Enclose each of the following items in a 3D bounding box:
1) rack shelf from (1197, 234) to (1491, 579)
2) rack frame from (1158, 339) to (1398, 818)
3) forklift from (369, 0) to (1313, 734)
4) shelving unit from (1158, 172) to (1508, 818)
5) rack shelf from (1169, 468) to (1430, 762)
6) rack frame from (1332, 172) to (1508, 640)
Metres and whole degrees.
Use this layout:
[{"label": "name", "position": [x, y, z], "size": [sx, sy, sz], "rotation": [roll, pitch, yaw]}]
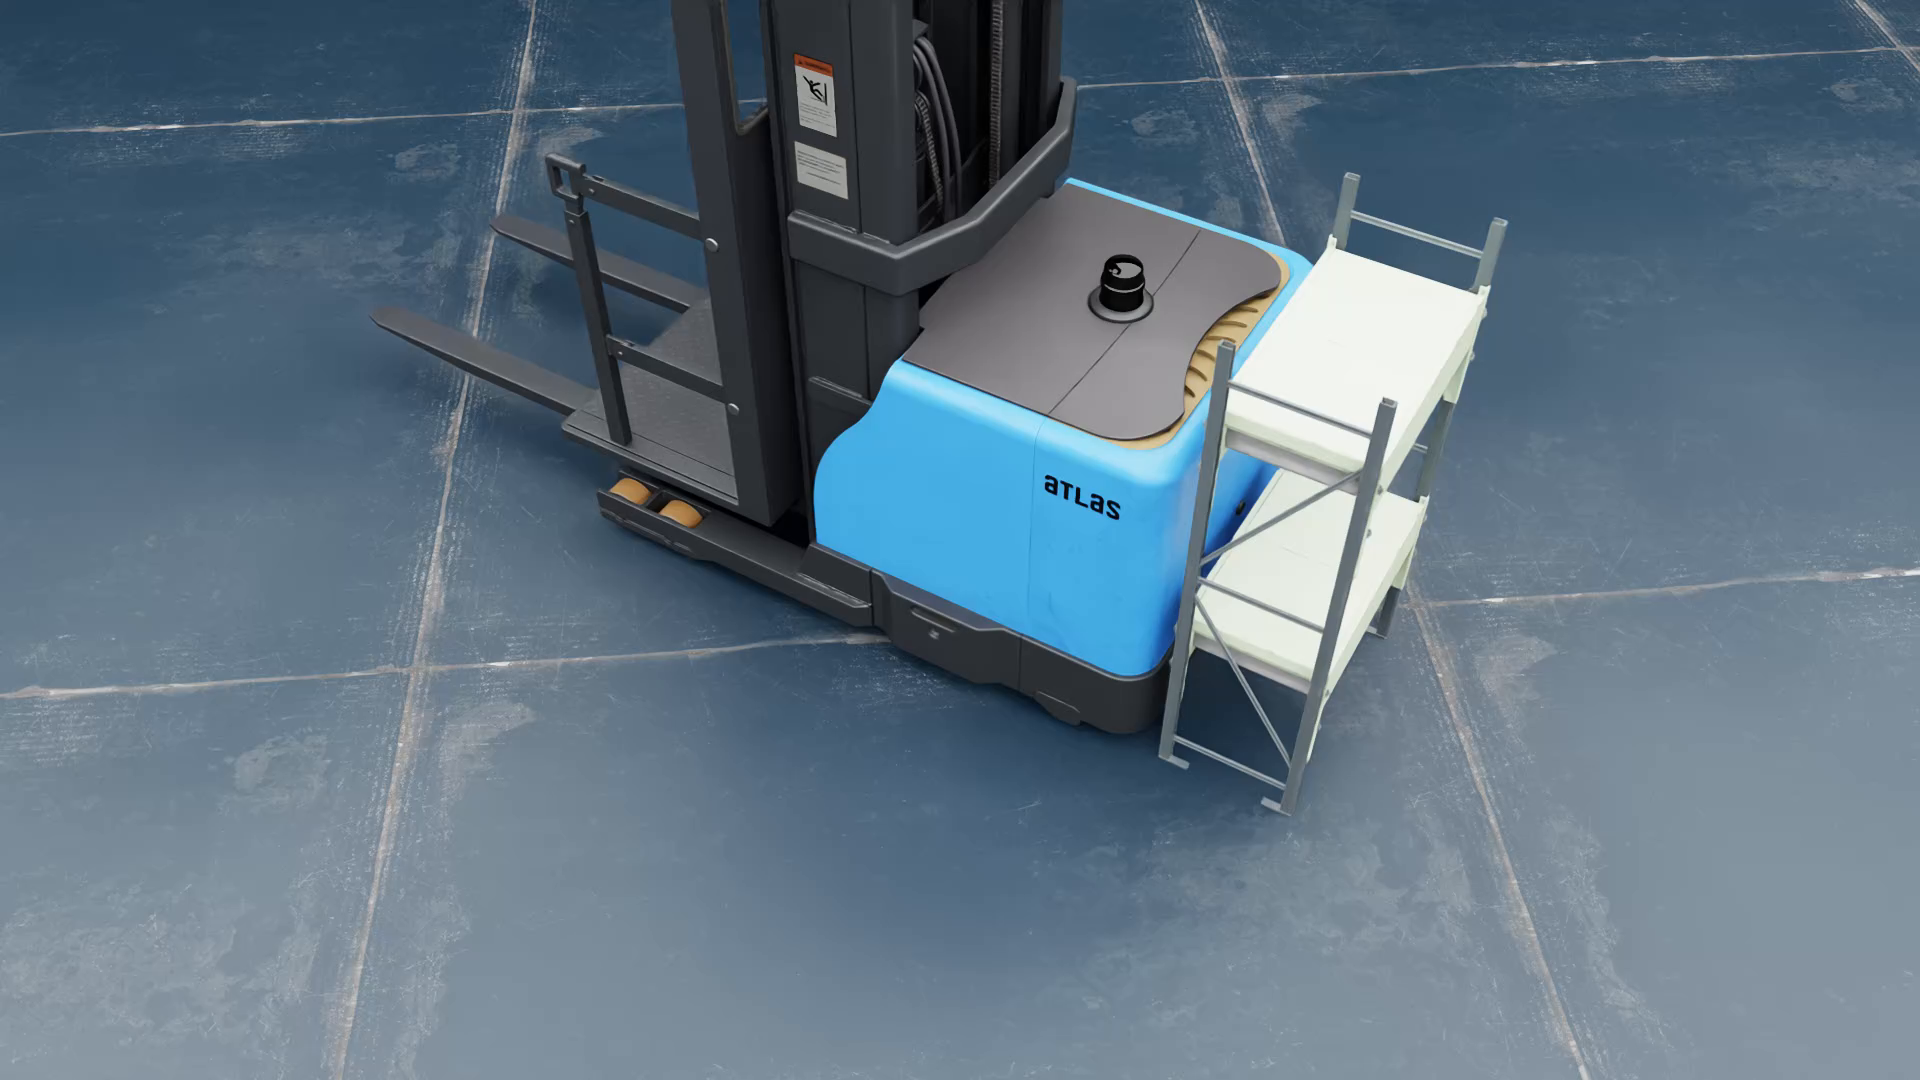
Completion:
[{"label": "rack shelf", "position": [0.919, -0.336, 3.997], "size": [0.431, 0.370, 0.720], "rotation": [23, 51, 20]}, {"label": "rack frame", "position": [0.734, 0.162, 4.064], "size": [0.400, 1.500, 0.023], "rotation": [23, 51, 20]}, {"label": "forklift", "position": [-0.545, -1.273, 4.437], "size": [3.031, 2.935, 1.130], "rotation": [23, 51, 20]}, {"label": "shelving unit", "position": [0.919, -0.067, 4.281], "size": [0.431, 1.500, 0.755], "rotation": [23, 51, 20]}, {"label": "rack shelf", "position": [0.919, 0.157, 4.517], "size": [0.431, 0.370, 0.720], "rotation": [23, 51, 20]}, {"label": "rack frame", "position": [1.105, -0.296, 4.498], "size": [0.400, 1.500, 0.023], "rotation": [23, 51, 20]}]
